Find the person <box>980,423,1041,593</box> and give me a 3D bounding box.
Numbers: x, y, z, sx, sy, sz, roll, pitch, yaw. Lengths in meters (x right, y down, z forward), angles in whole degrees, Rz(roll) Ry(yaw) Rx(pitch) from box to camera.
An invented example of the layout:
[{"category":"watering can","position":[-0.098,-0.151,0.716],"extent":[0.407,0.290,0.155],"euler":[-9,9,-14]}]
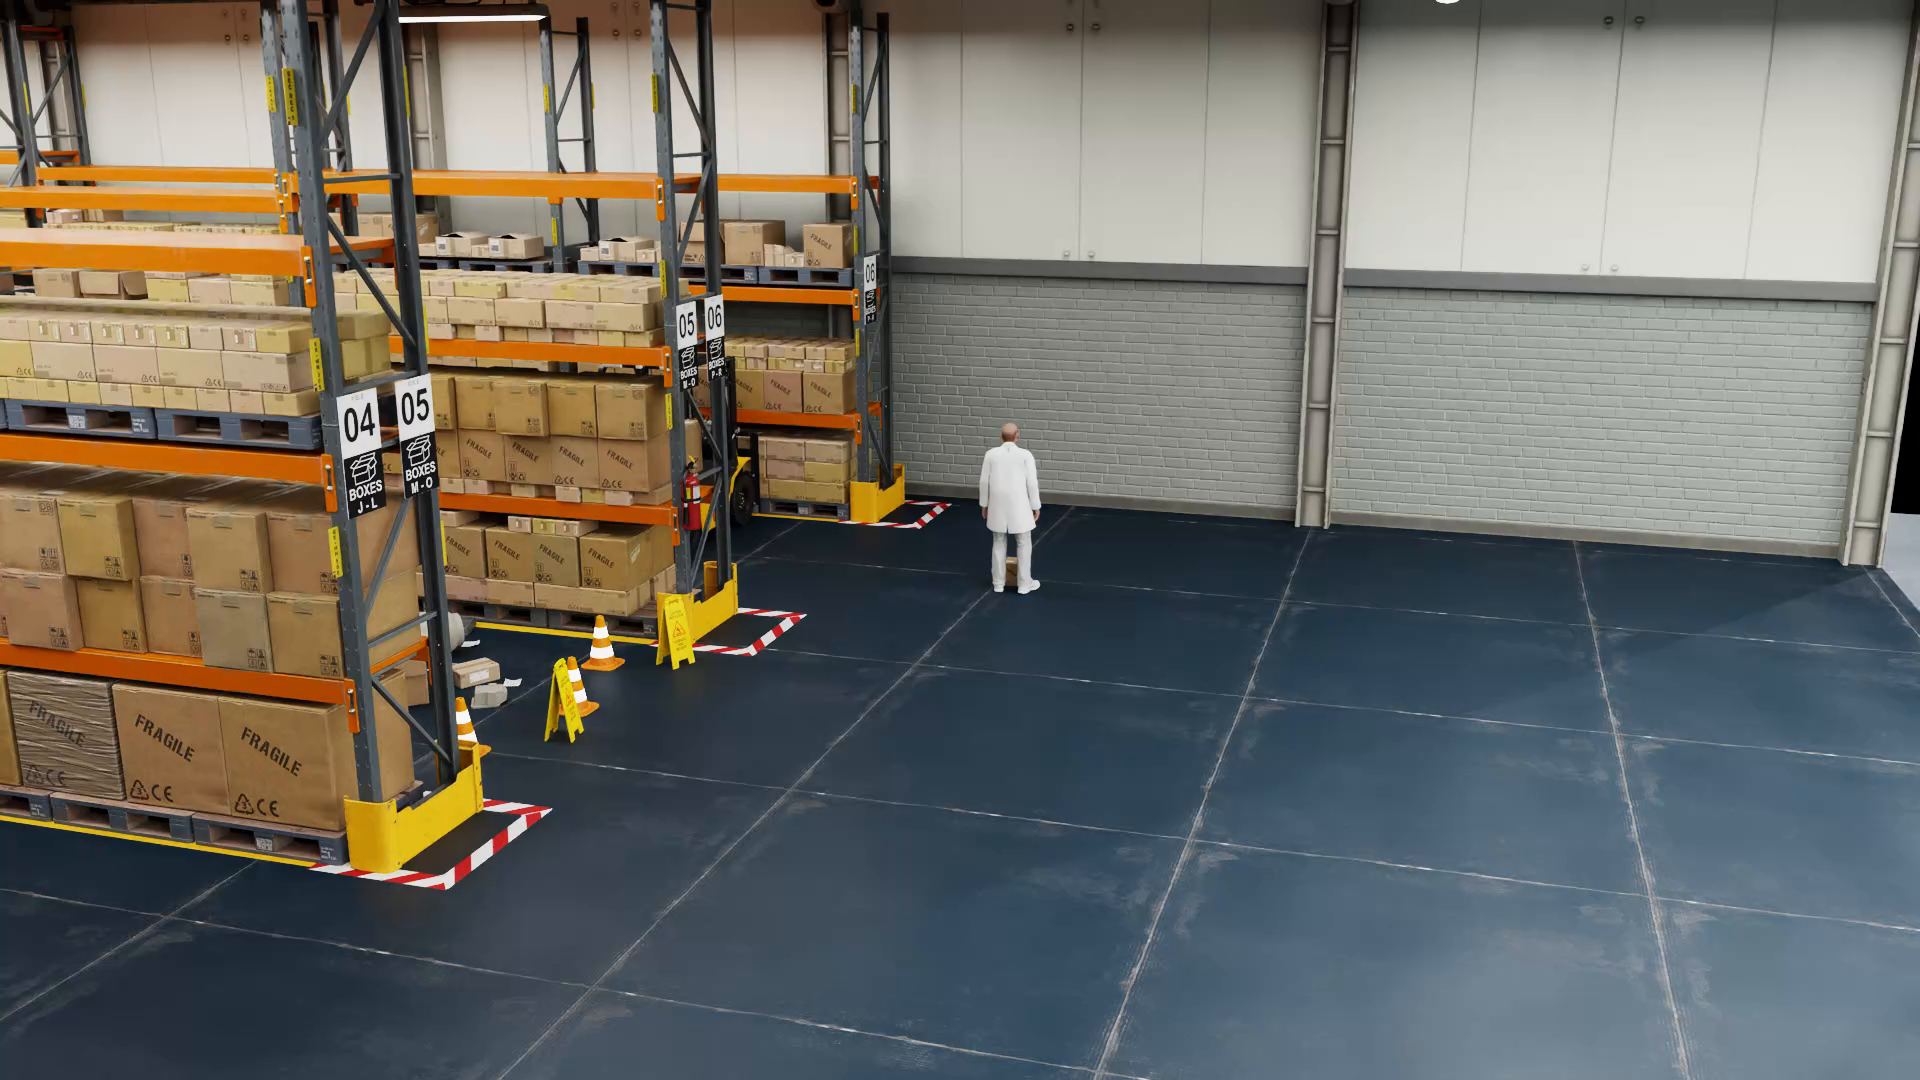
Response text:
[{"category":"person","position":[0.520,-0.337,17.319],"extent":[0.654,1.774,0.415],"euler":[4,15,15]}]
